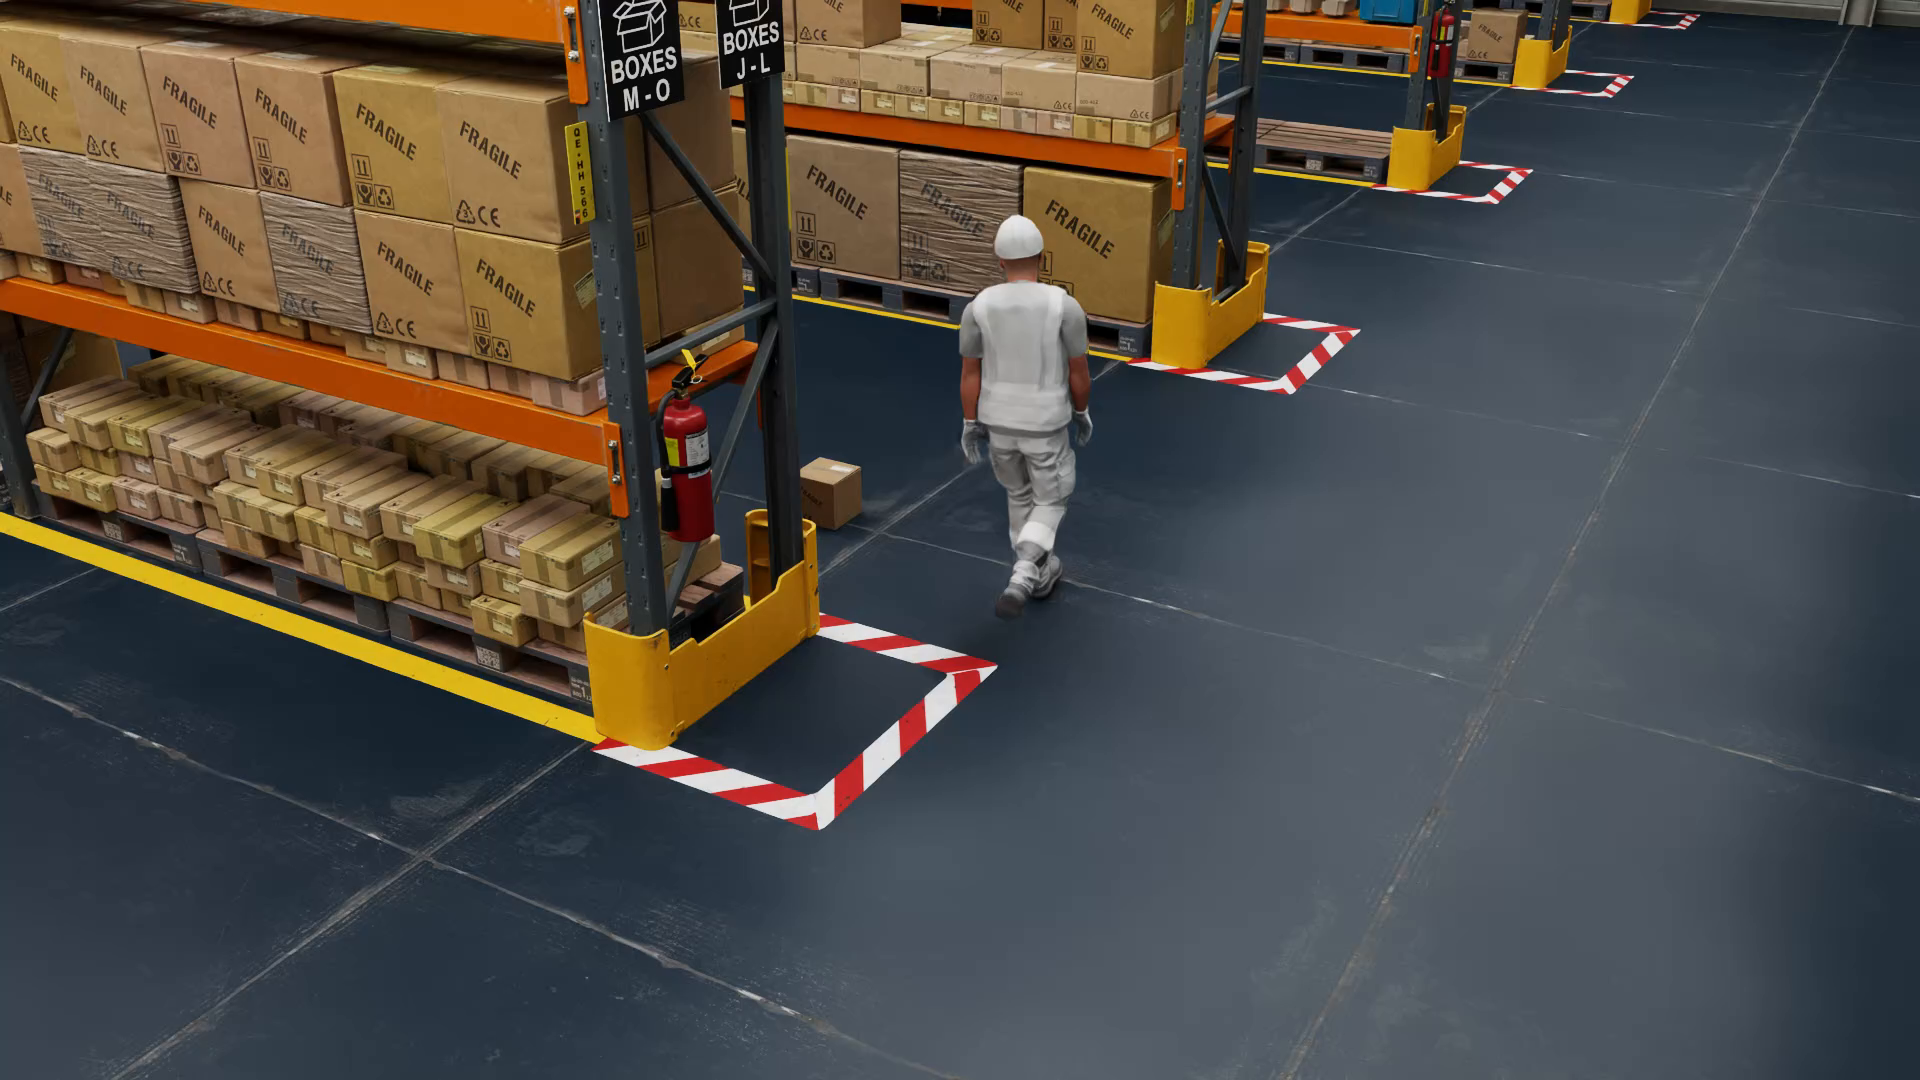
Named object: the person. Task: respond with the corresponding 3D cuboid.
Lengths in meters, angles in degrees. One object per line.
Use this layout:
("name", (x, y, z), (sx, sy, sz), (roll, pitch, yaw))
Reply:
("person", (0.259, -0.478, 7.060), (0.541, 1.771, 0.833), (8, 27, 16))
